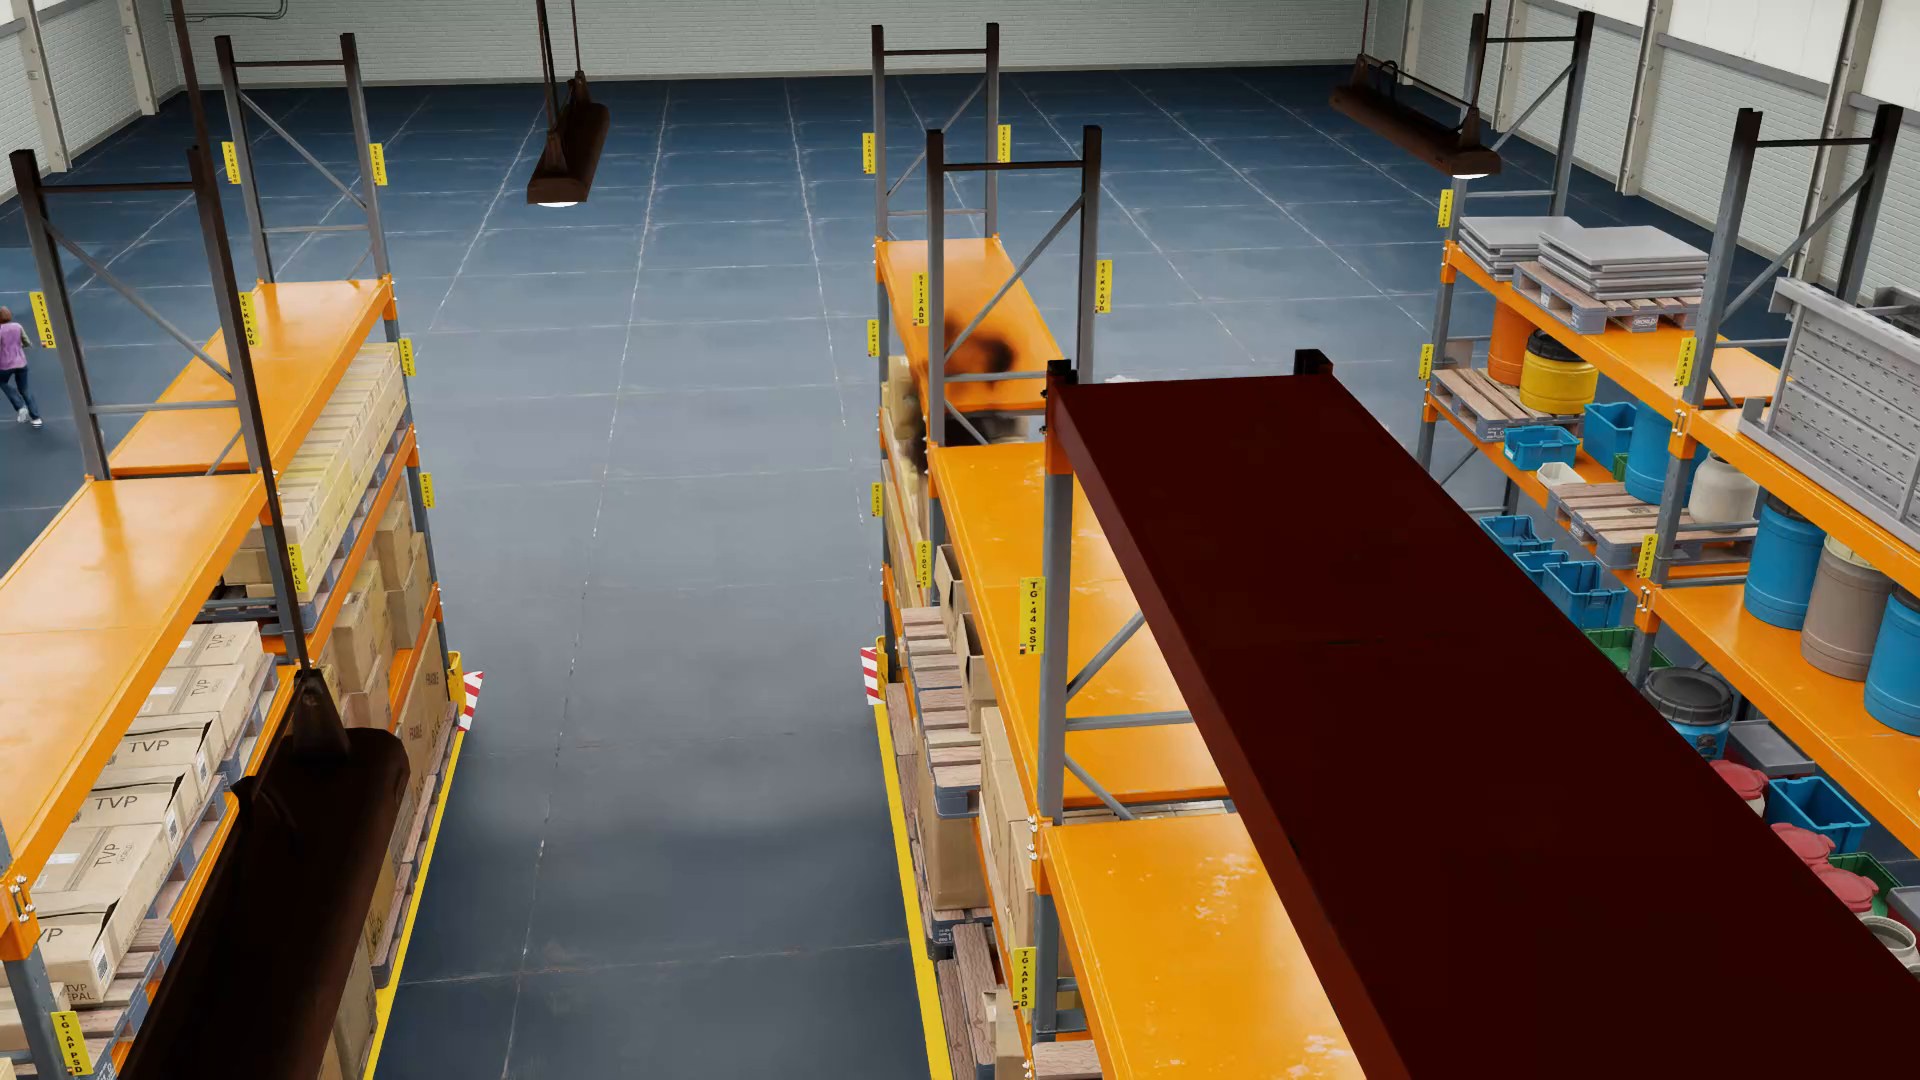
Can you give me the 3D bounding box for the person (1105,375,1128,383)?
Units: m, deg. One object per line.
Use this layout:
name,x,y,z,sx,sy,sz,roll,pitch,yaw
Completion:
person,1.734,-0.970,18.425,0.990,1.801,0.652,12,28,24

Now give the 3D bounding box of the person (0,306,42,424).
person,-12.174,-2.237,21.365,0.629,1.578,0.545,21,33,37
